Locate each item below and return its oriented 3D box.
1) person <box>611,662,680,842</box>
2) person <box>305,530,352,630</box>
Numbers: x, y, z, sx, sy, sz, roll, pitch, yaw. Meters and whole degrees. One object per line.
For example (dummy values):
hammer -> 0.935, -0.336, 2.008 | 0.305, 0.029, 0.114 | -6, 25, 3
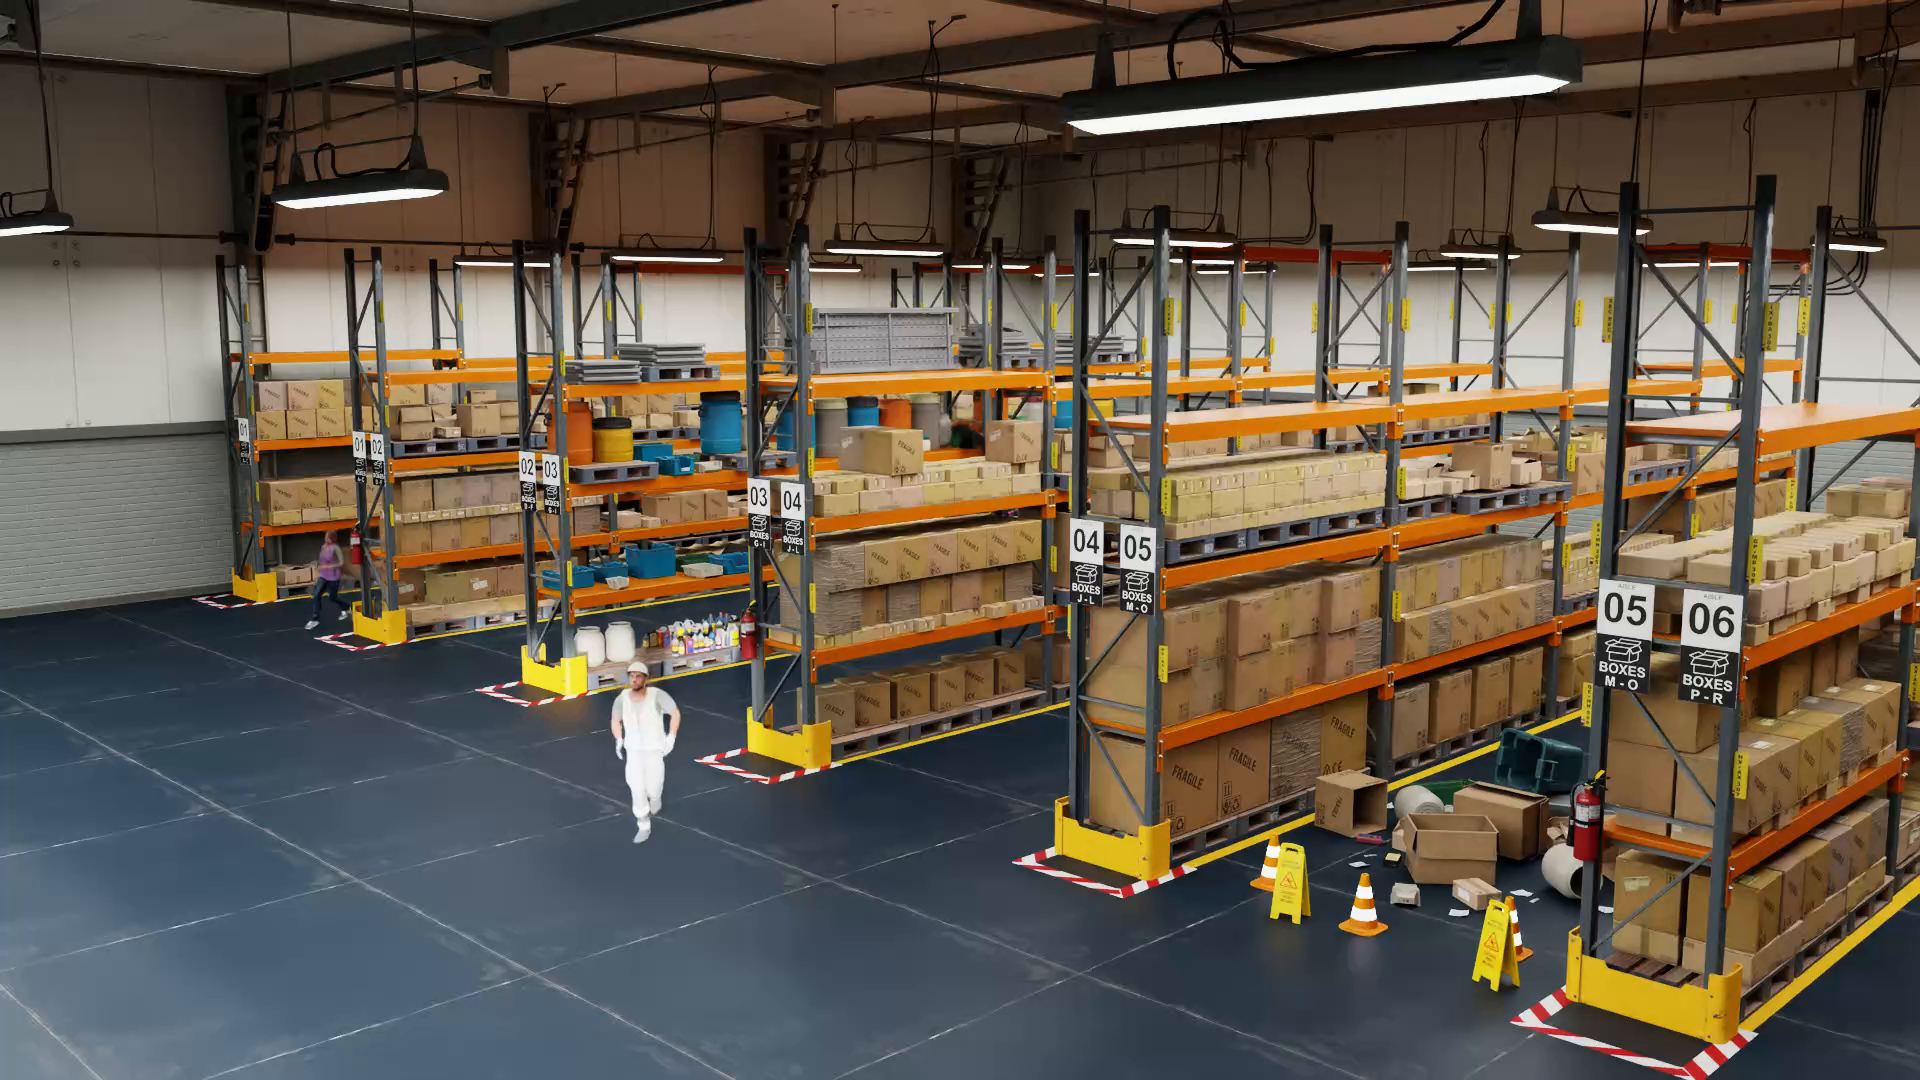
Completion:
person -> -3.055, 2.027, 16.189 | 0.667, 1.759, 0.668 | 0, 8, 1
person -> -10.049, 0.610, 26.625 | 0.580, 1.580, 0.886 | 4, 9, 25
